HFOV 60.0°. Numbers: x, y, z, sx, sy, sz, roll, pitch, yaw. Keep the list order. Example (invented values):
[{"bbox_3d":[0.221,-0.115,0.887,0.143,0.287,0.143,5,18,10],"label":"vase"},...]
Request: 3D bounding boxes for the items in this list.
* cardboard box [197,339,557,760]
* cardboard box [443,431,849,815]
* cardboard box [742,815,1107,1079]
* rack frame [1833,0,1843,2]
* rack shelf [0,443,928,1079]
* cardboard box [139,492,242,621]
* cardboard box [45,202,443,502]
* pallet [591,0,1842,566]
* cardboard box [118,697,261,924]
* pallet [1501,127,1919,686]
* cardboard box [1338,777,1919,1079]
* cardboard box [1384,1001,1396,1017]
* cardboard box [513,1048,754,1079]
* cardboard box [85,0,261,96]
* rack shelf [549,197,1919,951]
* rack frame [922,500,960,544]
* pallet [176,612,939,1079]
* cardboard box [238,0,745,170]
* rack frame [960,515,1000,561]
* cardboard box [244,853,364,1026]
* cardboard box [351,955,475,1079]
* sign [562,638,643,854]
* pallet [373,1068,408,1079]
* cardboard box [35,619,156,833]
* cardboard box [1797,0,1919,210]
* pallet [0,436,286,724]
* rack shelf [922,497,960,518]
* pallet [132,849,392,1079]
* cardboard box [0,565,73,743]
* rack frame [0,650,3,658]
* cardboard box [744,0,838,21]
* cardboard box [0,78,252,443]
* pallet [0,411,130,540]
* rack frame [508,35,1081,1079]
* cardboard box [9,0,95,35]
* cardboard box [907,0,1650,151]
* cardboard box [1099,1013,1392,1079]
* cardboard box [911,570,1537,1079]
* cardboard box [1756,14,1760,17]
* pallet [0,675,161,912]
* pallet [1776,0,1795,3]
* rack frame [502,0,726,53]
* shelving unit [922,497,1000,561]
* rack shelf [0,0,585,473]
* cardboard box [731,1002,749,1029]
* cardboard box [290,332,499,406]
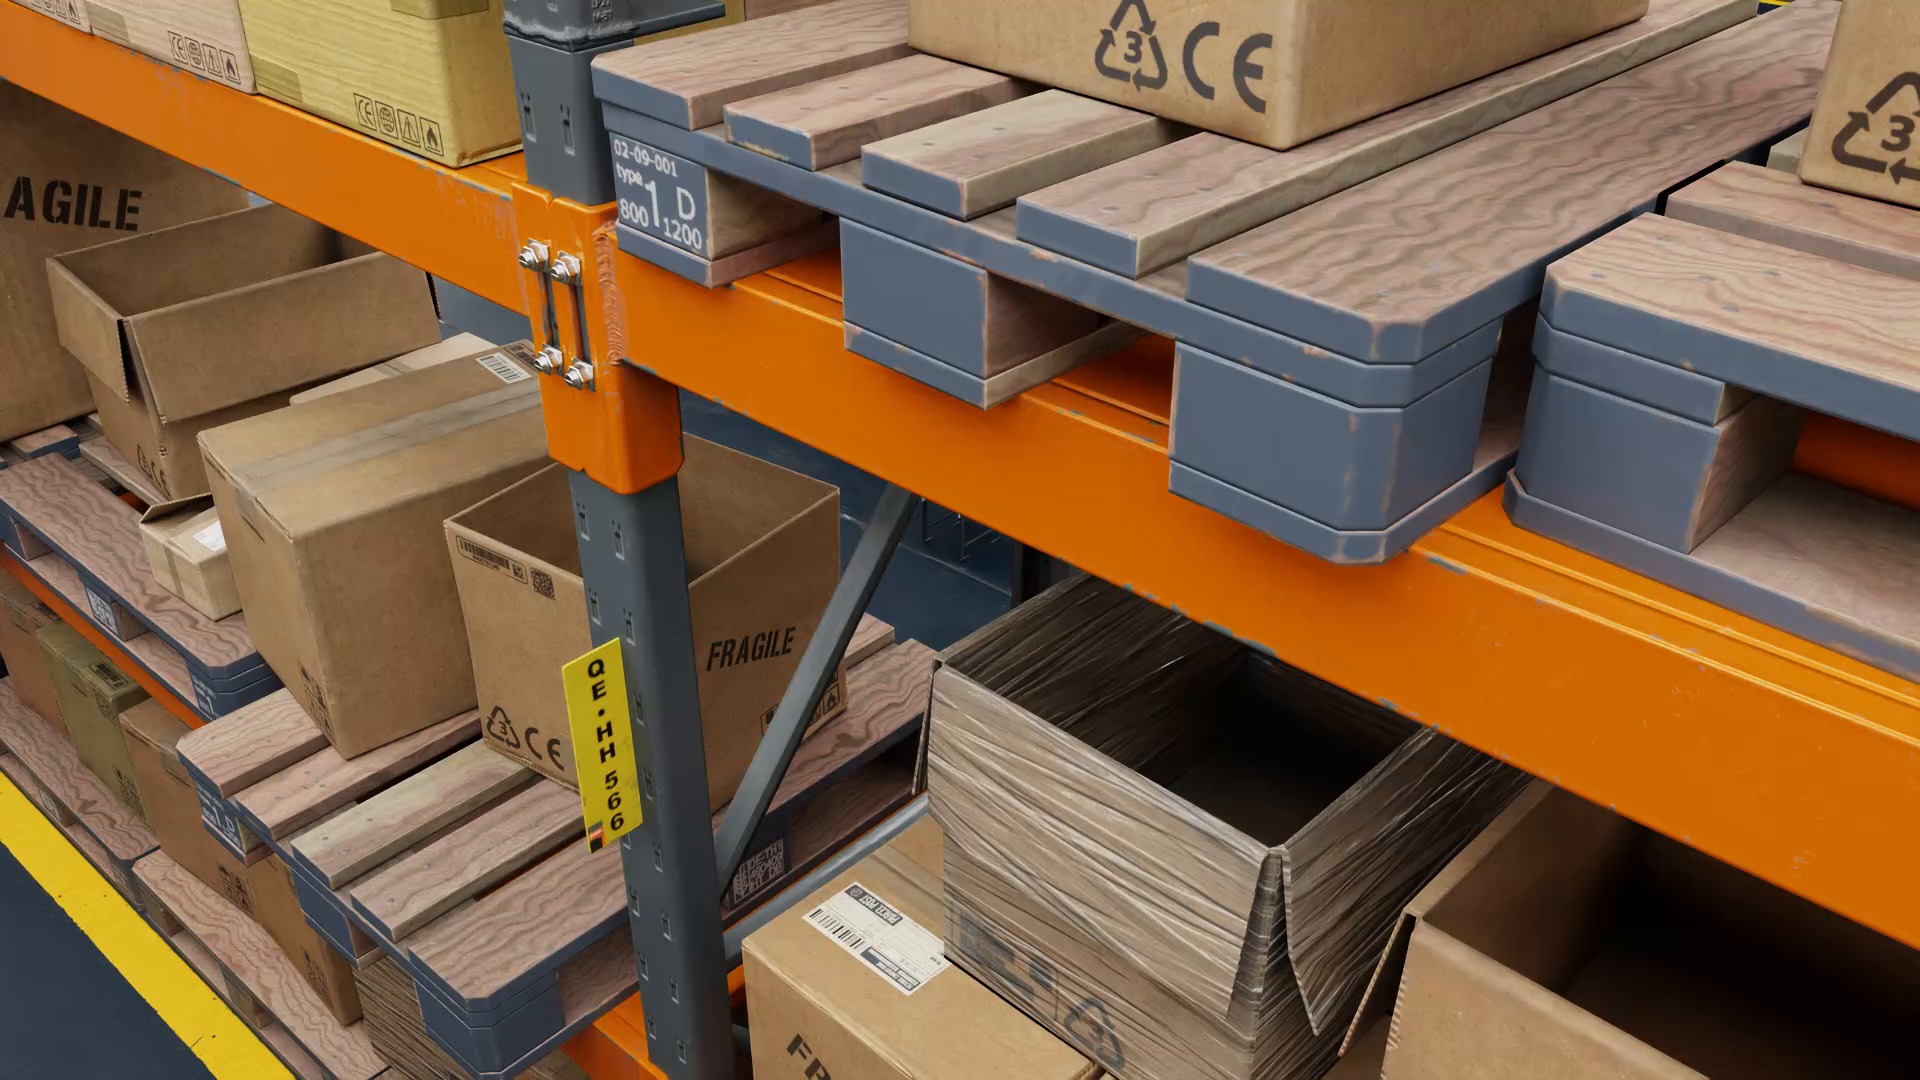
[{"bbox_3d":[-1.044,-0.009,3.353,0.700,0.500,0.500,-23,38,-33],"label":"cardboard box"},{"bbox_3d":[-0.563,0.146,3.095,0.500,0.500,0.500,20,36,29],"label":"cardboard box"},{"bbox_3d":[0.042,0.770,2.466,0.500,0.500,0.500,26,40,36],"label":"cardboard box"},{"bbox_3d":[3.188,-1.354,6.090,0.127,3.000,1.000,25,39,35],"label":"rack frame"},{"bbox_3d":[-1.618,0.156,4.279,4.000,0.370,1.077,25,39,35],"label":"rack shelf"},{"bbox_3d":[-1.553,-0.056,3.658,0.258,0.266,0.396,24,38,34],"label":"cardboard box"},{"bbox_3d":[-1.754,-0.504,4.171,0.797,0.503,0.637,-25,39,-35],"label":"cardboard box"},{"bbox_3d":[0.377,-0.461,1.883,1.003,0.211,1.213,27,40,37],"label":"pallet"},{"bbox_3d":[-1.904,0.625,4.801,0.500,0.500,0.700,21,37,31],"label":"cardboard box"},{"bbox_3d":[1.208,-0.075,1.242,1.213,0.211,1.003,27,40,37],"label":"pallet"},{"bbox_3d":[0.877,0.554,1.853,0.637,0.503,0.797,26,40,36],"label":"cardboard box"},{"bbox_3d":[0.762,0.748,2.502,0.500,0.500,0.500,25,39,35],"label":"cardboard box"},{"bbox_3d":[-0.646,1.198,3.848,0.500,0.500,0.700,23,38,33],"label":"cardboard box"},{"bbox_3d":[-1.030,-0.918,2.603,0.500,0.250,0.500,25,39,35],"label":"cardboard box"},{"bbox_3d":[1.347,0.256,1.206,4.000,0.370,1.077,25,39,35],"label":"rack shelf"},{"bbox_3d":[-0.069,-0.418,6.572,0.006,0.900,0.240,25,39,35],"label":"rack frame"},{"bbox_3d":[-0.735,0.417,3.336,1.003,0.211,1.213,25,39,35],"label":"pallet"},{"bbox_3d":[-0.653,-0.751,2.327,0.500,0.250,0.500,25,39,35],"label":"cardboard box"},{"bbox_3d":[0.081,-0.348,6.455,0.006,0.900,0.240,25,39,35],"label":"rack frame"},{"bbox_3d":[-1.491,0.818,4.480,0.700,0.500,0.500,-26,39,-36],"label":"cardboard box"},{"bbox_3d":[-1.066,1.011,4.159,0.500,0.500,0.700,21,37,31],"label":"cardboard box"},{"bbox_3d":[-0.493,0.289,2.316,0.005,0.325,0.100,25,39,35],"label":"sign"},{"bbox_3d":[-0.714,1.464,4.114,1.213,0.211,1.003,25,39,35],"label":"pallet"},{"bbox_3d":[-2.320,0.431,5.122,0.500,0.500,0.700,25,39,35],"label":"cardboard box"},{"bbox_3d":[1.064,-0.519,1.291,0.500,0.500,0.500,-27,40,-37],"label":"cardboard box"},{"bbox_3d":[-1.631,-0.047,4.106,1.213,0.211,1.003,25,39,35],"label":"pallet"},{"bbox_3d":[0.006,-0.200,6.623,0.200,0.077,0.258,25,39,35],"label":"rack shelf"},{"bbox_3d":[-1.614,1.042,4.815,1.213,0.211,1.003,25,39,35],"label":"pallet"},{"bbox_3d":[-2.661,0.259,5.408,0.500,0.500,0.700,22,37,32],"label":"cardboard box"},{"bbox_3d":[-3.101,-0.844,5.244,0.127,3.000,1.000,25,39,35],"label":"rack frame"},{"bbox_3d":[-0.313,-0.941,2.641,0.500,0.250,0.500,26,40,36],"label":"cardboard box"},{"bbox_3d":[-2.606,-0.952,4.435,1.000,1.000,1.000,25,39,35],"label":"cardboard box"},{"bbox_3d":[-2.632,-0.442,4.761,1.213,0.211,1.003,25,39,35],"label":"pallet"},{"bbox_3d":[-0.136,0.540,2.944,0.127,3.000,1.000,25,39,35],"label":"rack frame"},{"bbox_3d":[-1.400,-1.093,2.894,0.500,0.250,0.500,26,40,36],"label":"cardboard box"},{"bbox_3d":[0.365,-0.785,1.731,0.797,0.503,0.637,-27,40,-37],"label":"cardboard box"},{"bbox_3d":[0.426,0.947,2.171,0.500,0.500,0.500,24,38,34],"label":"cardboard box"},{"bbox_3d":[0.396,0.327,2.229,0.637,0.503,0.797,27,40,37],"label":"cardboard box"},{"bbox_3d":[5.170,-3.316,11.065,0.500,0.311,0.500,24,39,35],"label":"cardboard box"},{"bbox_3d":[-2.523,0.619,5.516,1.213,0.211,1.003,25,39,35],"label":"pallet"},{"bbox_3d":[7.448,-5.063,14.955,1.213,0.211,1.003,25,39,35],"label":"pallet"},{"bbox_3d":[-0.136,-2.030,1.397,0.127,3.000,1.000,25,39,35],"label":"rack frame"},{"bbox_3d":[0.006,-0.383,6.513,0.210,0.900,0.258,25,39,35],"label":"shelving unit"},{"bbox_3d":[-1.618,-1.129,3.506,4.000,0.370,1.077,25,39,35],"label":"rack shelf"},{"bbox_3d":[-0.653,0.881,3.648,0.500,0.250,0.500,27,40,37],"label":"cardboard box"},{"bbox_3d":[-1.224,-0.243,3.984,0.500,0.250,0.500,24,38,34],"label":"cardboard box"}]
